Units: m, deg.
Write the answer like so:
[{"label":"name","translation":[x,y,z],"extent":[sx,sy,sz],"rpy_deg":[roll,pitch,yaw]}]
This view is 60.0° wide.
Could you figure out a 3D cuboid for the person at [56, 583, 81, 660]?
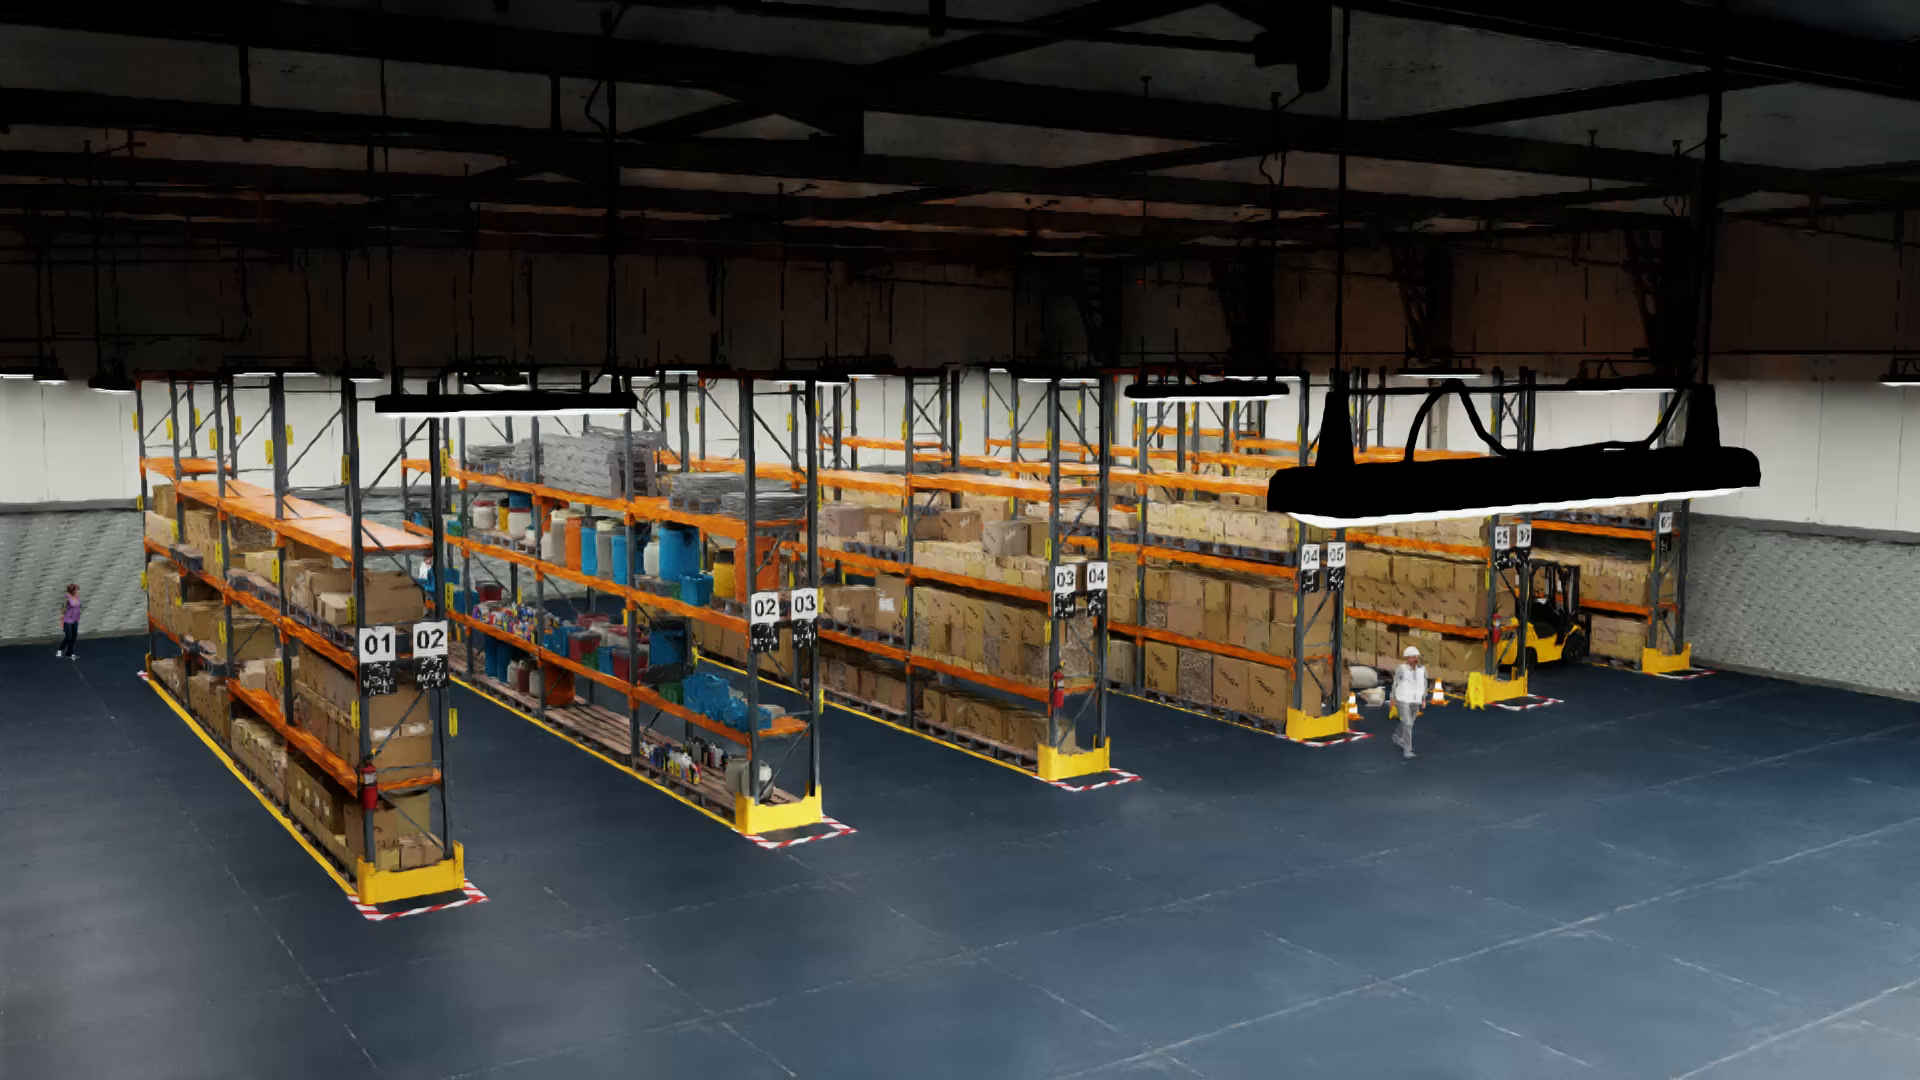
[{"label":"person","translation":[-18.397,1.697,34.296],"extent":[0.491,1.555,0.471],"rpy_deg":[2,7,17]}]

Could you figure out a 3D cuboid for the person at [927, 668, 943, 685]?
[{"label":"person","translation":[-0.417,1.993,30.965],"extent":[0.553,1.684,0.433],"rpy_deg":[3,7,28]}]

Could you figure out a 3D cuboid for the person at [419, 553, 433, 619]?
[{"label":"person","translation":[-12.264,1.160,38.085],"extent":[0.508,1.739,0.712],"rpy_deg":[-1,6,-5]}]

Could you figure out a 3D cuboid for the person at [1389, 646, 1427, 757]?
[{"label":"person","translation":[7.092,2.511,26.269],"extent":[0.560,1.736,0.926],"rpy_deg":[-2,7,-17]}]
